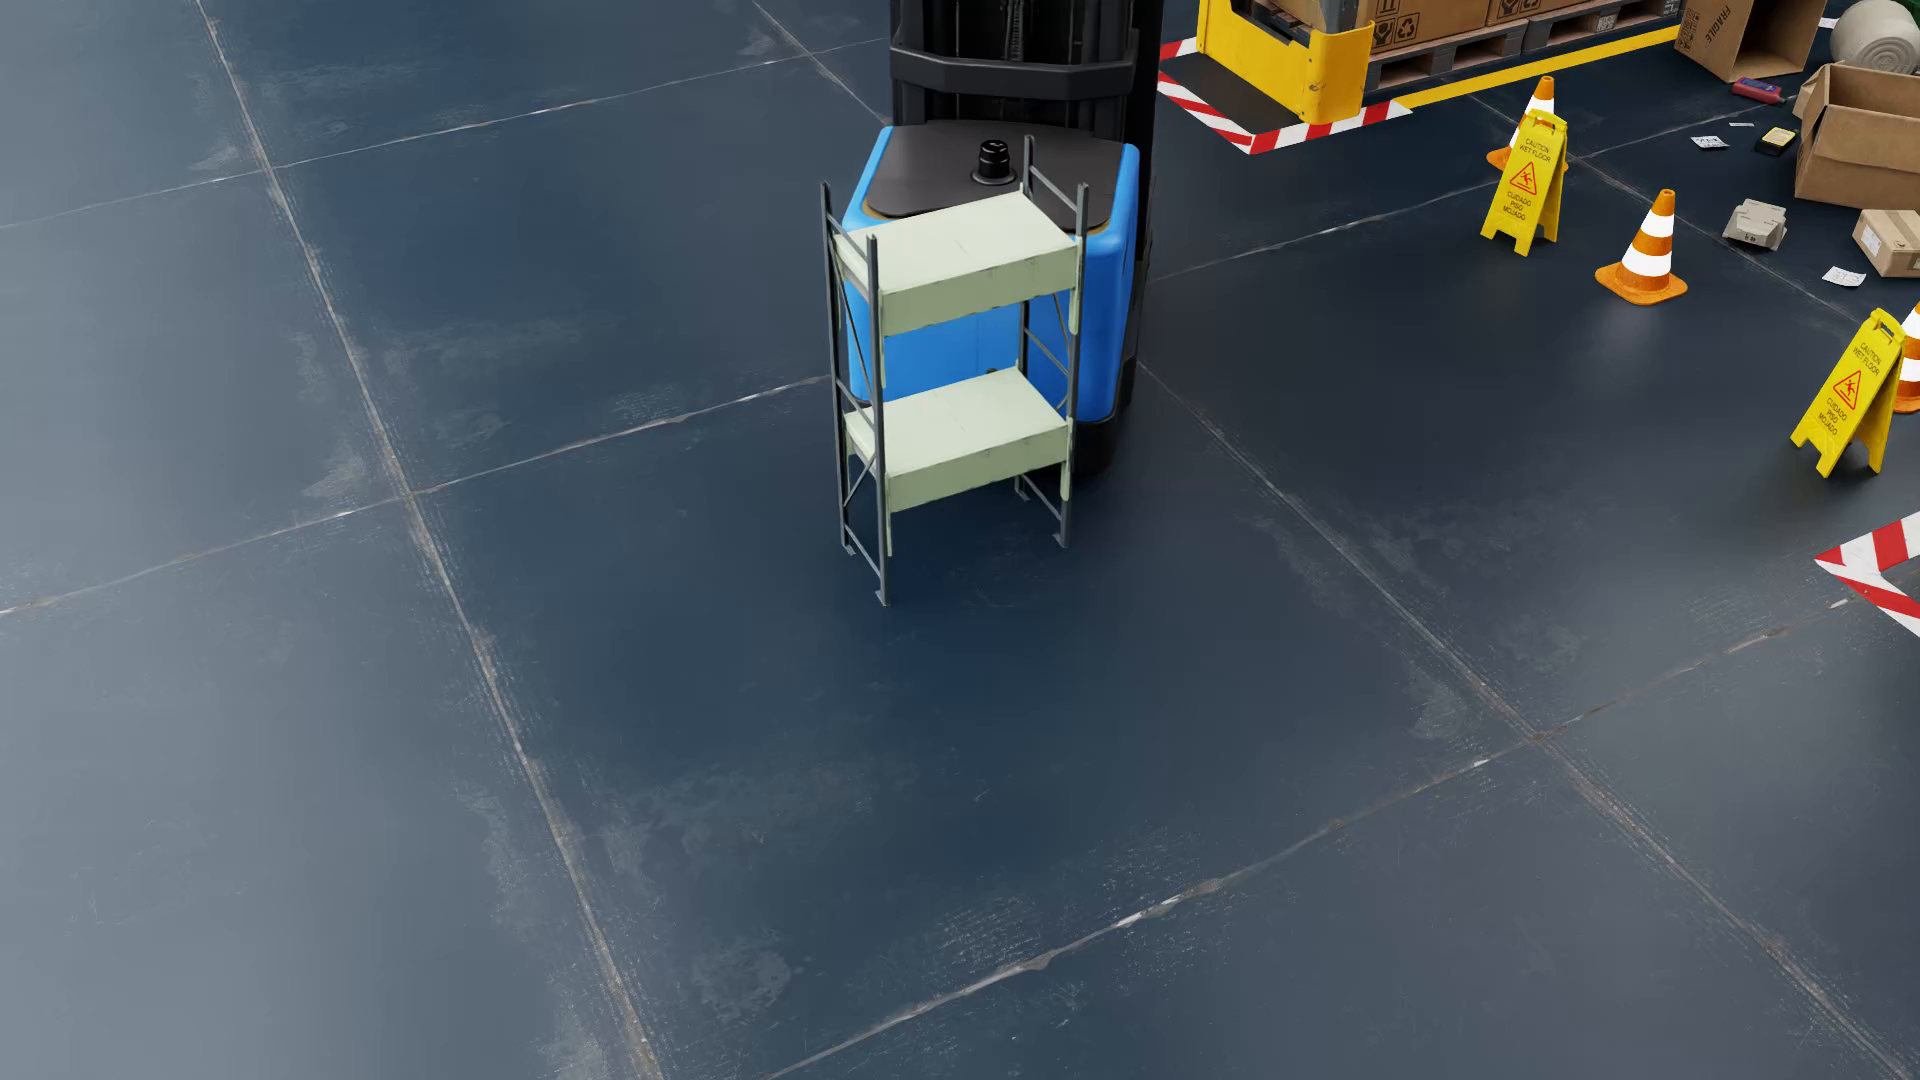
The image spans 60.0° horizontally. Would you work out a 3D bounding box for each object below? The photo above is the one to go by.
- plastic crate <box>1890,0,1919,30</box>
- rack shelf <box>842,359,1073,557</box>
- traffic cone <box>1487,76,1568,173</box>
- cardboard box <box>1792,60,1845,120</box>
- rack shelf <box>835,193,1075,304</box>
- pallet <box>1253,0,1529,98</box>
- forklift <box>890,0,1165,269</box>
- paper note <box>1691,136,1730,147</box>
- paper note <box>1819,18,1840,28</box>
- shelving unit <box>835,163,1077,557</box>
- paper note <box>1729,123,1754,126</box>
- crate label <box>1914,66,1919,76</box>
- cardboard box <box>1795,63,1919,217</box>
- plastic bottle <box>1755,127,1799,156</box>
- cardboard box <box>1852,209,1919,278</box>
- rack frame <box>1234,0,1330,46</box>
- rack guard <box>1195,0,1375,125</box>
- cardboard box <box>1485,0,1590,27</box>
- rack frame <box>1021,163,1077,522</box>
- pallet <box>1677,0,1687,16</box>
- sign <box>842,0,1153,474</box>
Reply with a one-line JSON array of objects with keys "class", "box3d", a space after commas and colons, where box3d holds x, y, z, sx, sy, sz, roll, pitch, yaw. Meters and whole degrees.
[{"class": "plastic crate", "box3d": [5.781, -3.072, 9.689, 0.662, 0.188, 0.450, 2, 30, 2]}, {"class": "rack shelf", "box3d": [-0.018, -0.302, 5.951, 0.720, 0.370, 0.431, -18, 43, -20]}, {"class": "traffic cone", "box3d": [2.909, -2.108, 8.383, 0.334, 0.463, 0.336, -19, 44, -21]}, {"class": "cardboard box", "box3d": [4.656, -2.314, 8.778, 0.258, 0.266, 0.396, -12, 42, -13]}, {"class": "rack shelf", "box3d": [-0.018, -0.924, 5.425, 0.686, 0.124, 0.368, -18, 43, -20]}, {"class": "pallet", "box3d": [2.455, -2.951, 9.573, 1.213, 0.211, 1.003, -19, 44, -21]}, {"class": "forklift", "box3d": [0.307, -2.328, 6.732, 1.121, 2.935, 3.031, 6, 41, 7]}, {"class": "paper note", "box3d": [3.920, -2.081, 8.686, 0.142, 0.017, 0.144, -5, 40, -6]}, {"class": "paper note", "box3d": [5.152, -3.073, 9.856, 0.147, 0.020, 0.142, 15, 42, 17]}, {"class": "shelving unit", "box3d": [-0.013, -0.553, 5.742, 0.731, 1.308, 0.431, -18, 43, -20]}, {"class": "paper note", "box3d": [4.163, -2.212, 8.855, 0.123, 0.001, 0.032, 2, 40, 2]}, {"class": "crate label", "box3d": [5.477, -2.715, 9.352, 0.298, 0.136, 0.250, 15, 42, 17]}, {"class": "cardboard box", "box3d": [4.547, -1.948, 8.161, 0.797, 0.503, 0.637, 15, 42, 17]}, {"class": "plastic bottle", "box3d": [4.269, -2.091, 8.673, 0.133, 0.061, 0.283, 31, 49, 31]}, {"class": "cardboard box", "box3d": [4.387, -1.386, 7.772, 0.250, 0.149, 0.380, 2, 40, 2]}, {"class": "rack frame", "box3d": [1.780, -3.734, 8.339, 0.053, 2.616, 0.949, -19, 44, -21]}, {"class": "rack guard", "box3d": [1.761, -2.771, 9.136, 0.348, 0.500, 1.175, -19, 44, -21]}, {"class": "cardboard box", "box3d": [3.132, -3.585, 9.483, 0.875, 0.875, 0.875, -19, 44, -21]}, {"class": "rack frame", "box3d": [0.312, -0.654, 5.862, 0.010, 1.308, 0.380, -18, 43, -20]}, {"class": "pallet", "box3d": [4.619, -3.679, 10.433, 1.213, 0.211, 1.003, -19, 44, -21]}, {"class": "sign", "box3d": [0.210, -1.919, 6.330, 2.025, 2.768, 2.177, -19, 44, -21]}]
